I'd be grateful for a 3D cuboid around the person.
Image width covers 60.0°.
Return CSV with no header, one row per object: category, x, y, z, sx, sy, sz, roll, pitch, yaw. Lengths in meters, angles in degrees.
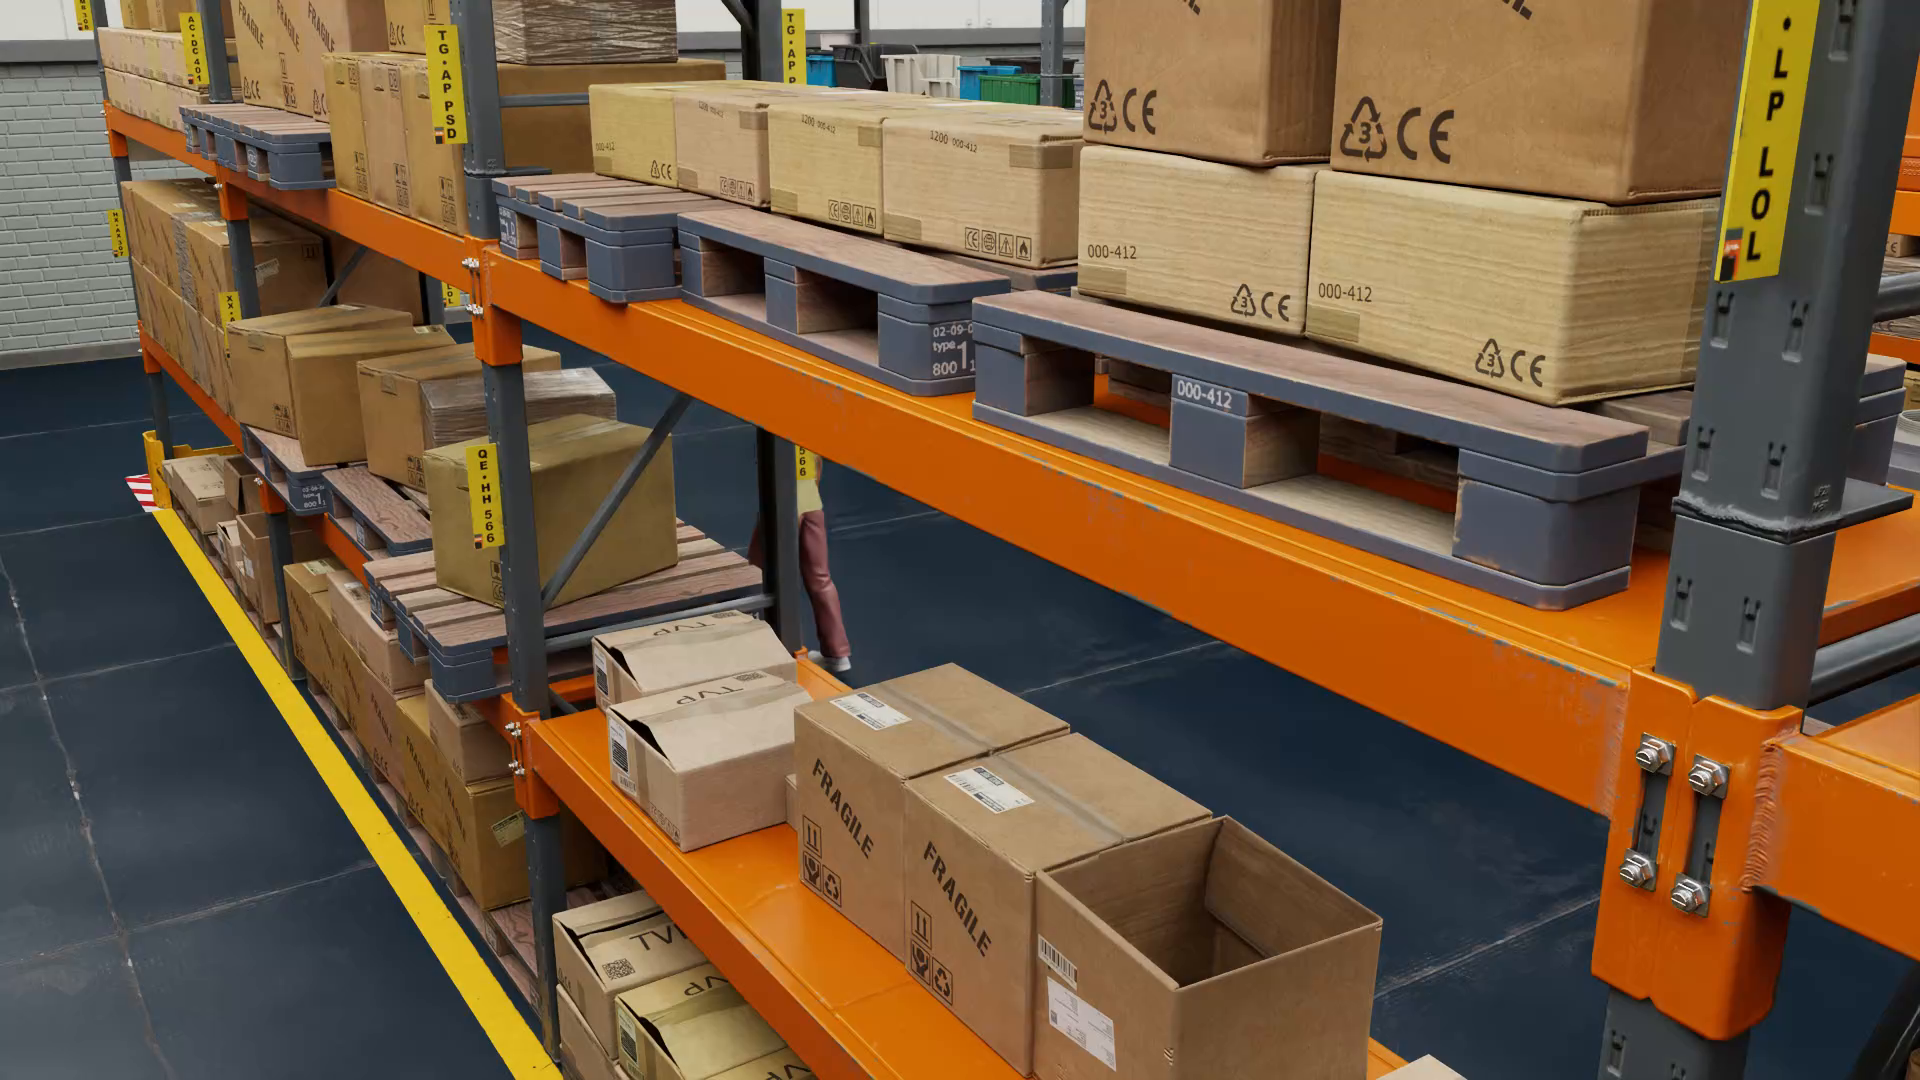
person,-0.932,-0.146,8.974,0.474,1.612,0.952,-16,24,-40
